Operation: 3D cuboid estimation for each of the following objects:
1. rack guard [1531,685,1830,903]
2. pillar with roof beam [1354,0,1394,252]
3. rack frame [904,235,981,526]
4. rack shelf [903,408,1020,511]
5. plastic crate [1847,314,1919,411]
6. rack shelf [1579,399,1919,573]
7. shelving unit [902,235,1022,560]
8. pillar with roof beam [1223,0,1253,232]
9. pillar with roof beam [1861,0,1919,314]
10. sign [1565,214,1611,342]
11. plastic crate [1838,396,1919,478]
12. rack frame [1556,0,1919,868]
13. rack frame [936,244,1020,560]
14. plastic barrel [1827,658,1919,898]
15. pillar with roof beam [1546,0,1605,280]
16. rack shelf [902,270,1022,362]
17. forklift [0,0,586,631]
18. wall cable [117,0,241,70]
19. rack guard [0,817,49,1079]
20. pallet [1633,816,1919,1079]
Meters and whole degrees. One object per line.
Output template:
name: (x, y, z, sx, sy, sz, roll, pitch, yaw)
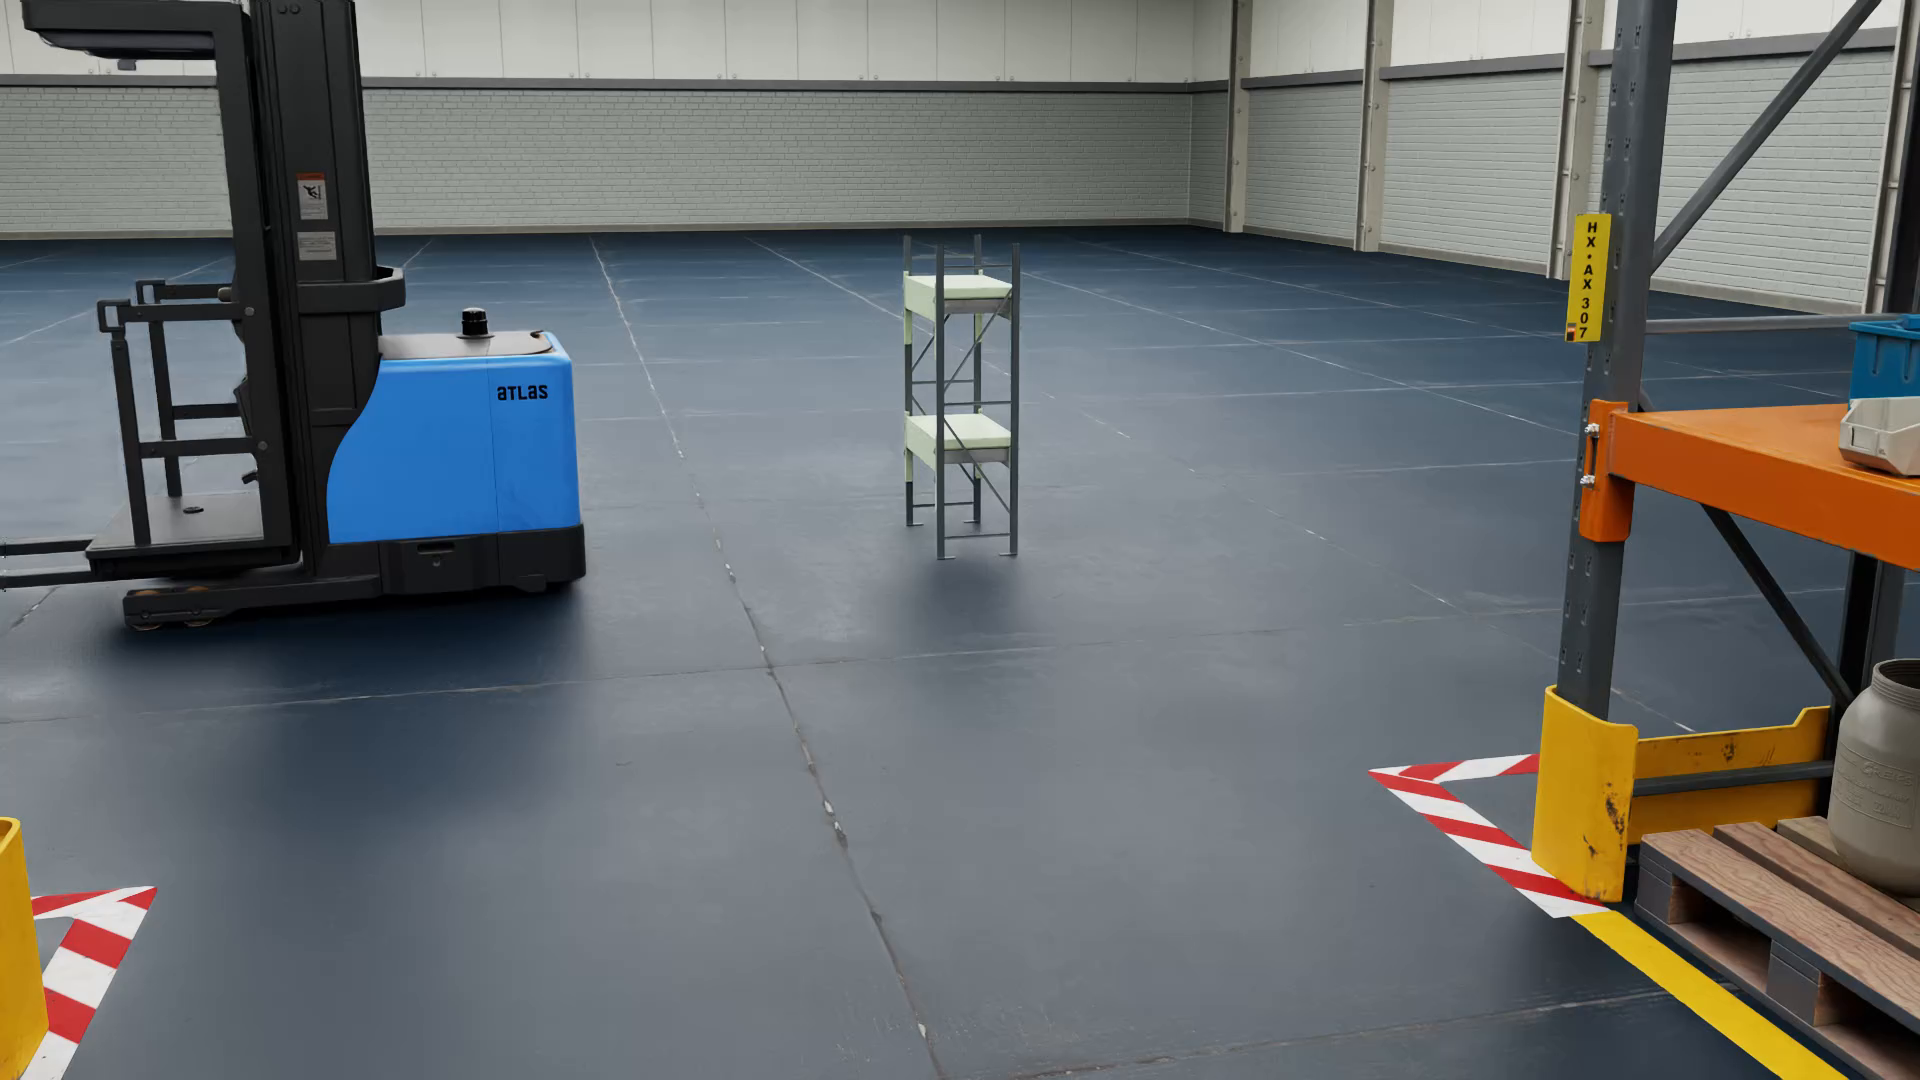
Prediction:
rack guard: (2.218, 0.659, 4.675, 1.175, 0.500, 0.348, -3, 14, -13)
pillar with roof beam: (2.968, -9.220, 27.204, 9.100, 9.000, 0.400, -3, 14, -13)
rack frame: (-0.088, -0.815, 8.601, 0.400, 1.500, 0.023, -3, 14, -13)
rack shelf: (-0.002, -0.413, 8.333, 0.431, 0.370, 0.720, -3, 14, -13)
plastic crate: (2.563, -0.399, 4.053, 0.499, 0.251, 0.616, -3, 14, -13)
rack shelf: (2.624, 0.241, 2.636, 1.077, 0.370, 4.000, -3, 14, -13)
shelving unit: (-0.002, -0.730, 8.255, 0.431, 1.500, 0.755, -3, 14, -13)
pillar with roof beam: (1.559, -10.604, 32.870, 9.100, 9.000, 0.400, -3, 14, -13)
pillar with roof beam: (5.787, -6.452, 15.873, 9.100, 9.000, 0.400, -3, 14, -13)
sign: (1.619, -0.675, 4.285, 0.100, 0.325, 0.005, -3, 14, -13)
plastic crate: (2.052, -0.217, 3.552, 0.298, 0.136, 0.250, -3, 14, -13)
rack frame: (2.154, -0.570, 4.440, 1.000, 3.000, 0.127, -3, 14, -13)
rack frame: (0.084, -0.646, 7.910, 0.400, 1.500, 0.023, -3, 14, -13)
plastic barrel: (2.383, 0.582, 4.081, 0.421, 0.512, 0.421, 0, 14, 0)
pillar with roof beam: (4.378, -7.836, 21.539, 9.100, 9.000, 0.400, -3, 14, -13)
rack shelf: (-0.002, -1.109, 8.163, 0.431, 0.370, 0.720, -3, 14, -13)
forklift: (-3.258, -1.188, 7.115, 3.031, 2.935, 1.130, -4, 14, -17)
wall cable: (-15.050, -12.019, 31.496, 2.305, 6.003, 0.169, -3, 14, -13)
rack guard: (-2.642, 0.938, 3.535, 1.175, 0.500, 0.348, -3, 14, -13)
pallet: (2.404, 0.987, 3.941, 1.003, 0.211, 1.213, -3, 14, -13)
